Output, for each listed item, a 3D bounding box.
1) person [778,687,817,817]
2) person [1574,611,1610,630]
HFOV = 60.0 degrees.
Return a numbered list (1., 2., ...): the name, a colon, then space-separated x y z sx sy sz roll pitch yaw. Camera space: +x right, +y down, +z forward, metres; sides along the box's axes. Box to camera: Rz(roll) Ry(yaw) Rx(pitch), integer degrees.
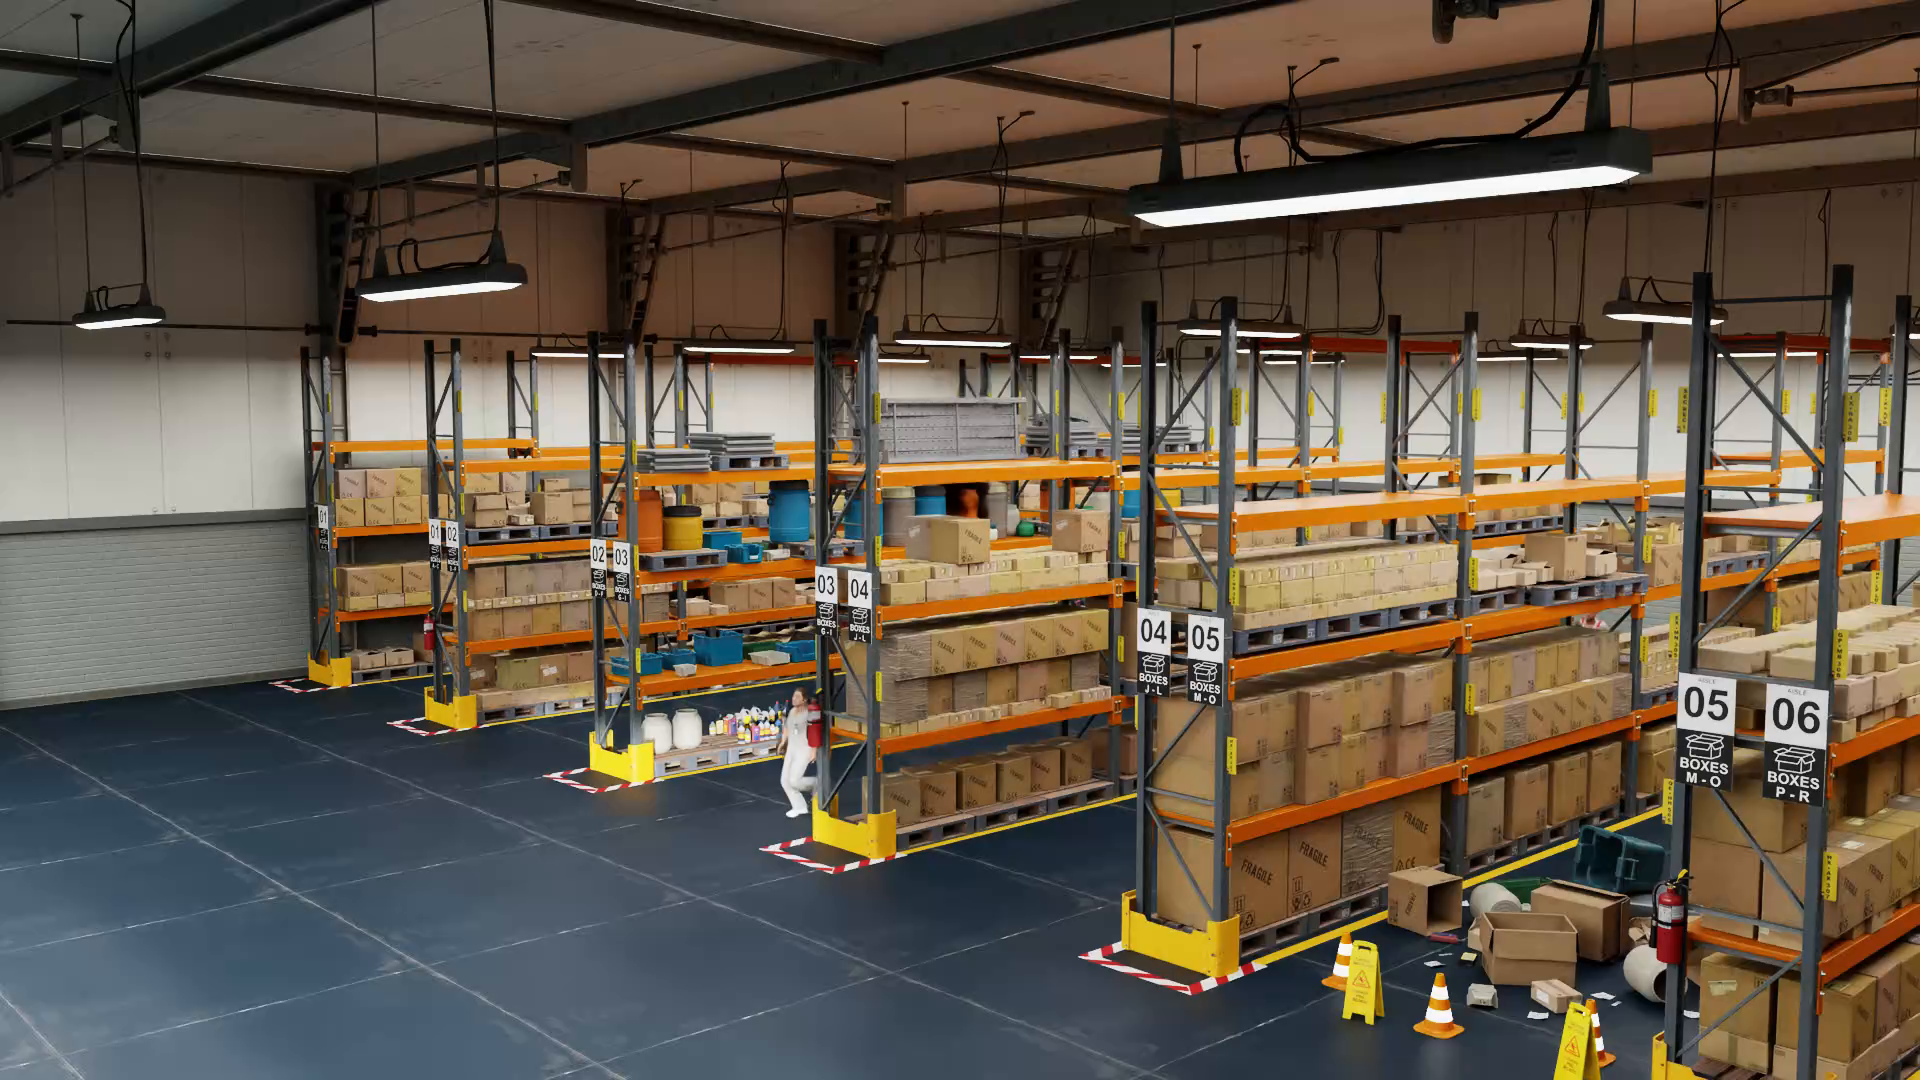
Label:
1. person: -1.932 2.580 20.312 0.589 1.608 0.556 5 7 42
2. person: 10.261 1.918 27.059 0.662 1.809 0.809 4 6 38
